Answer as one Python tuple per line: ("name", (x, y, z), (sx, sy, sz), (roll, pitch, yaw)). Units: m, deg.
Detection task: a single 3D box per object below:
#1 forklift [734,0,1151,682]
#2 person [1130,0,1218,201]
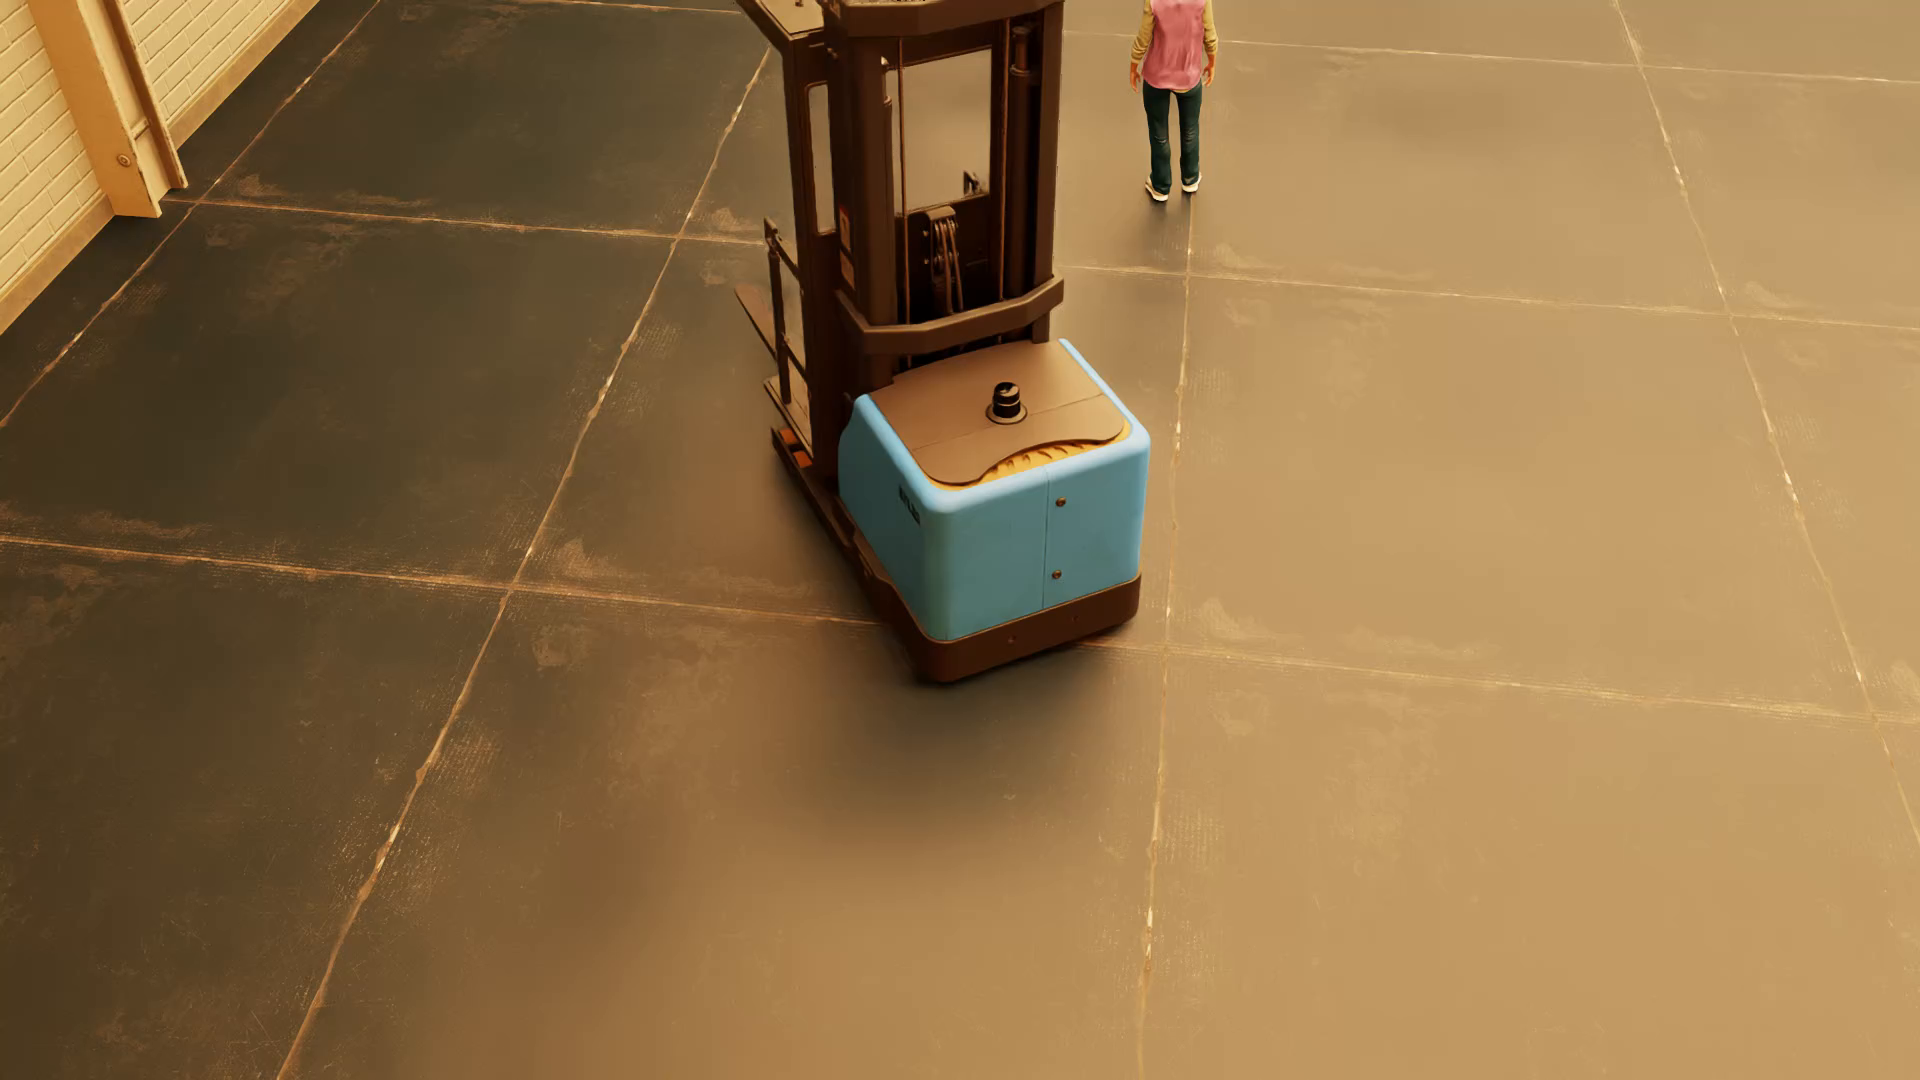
("forklift", (-0.285, -1.472, 7.327), (1.130, 2.935, 3.031), (-18, 45, -18))
("person", (1.234, -2.718, 9.669), (0.519, 1.583, 0.474), (0, 43, 0))
